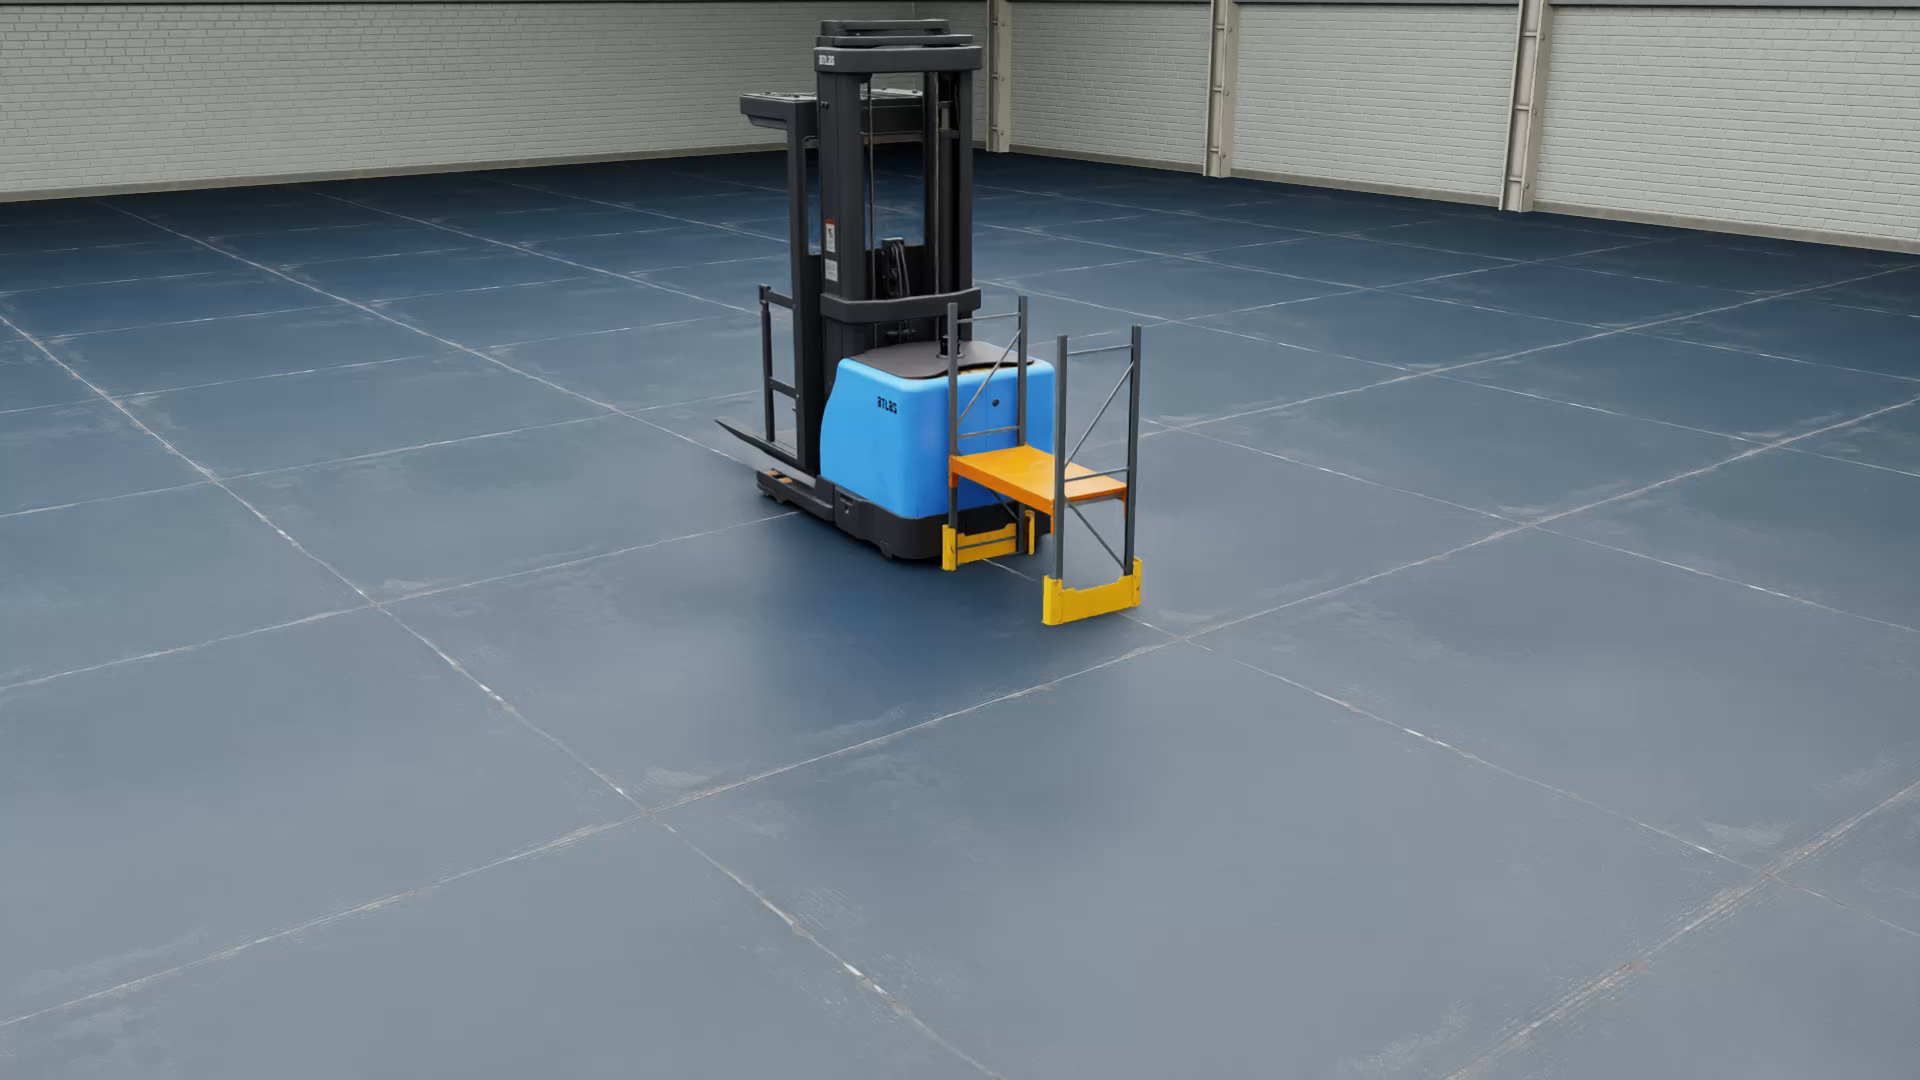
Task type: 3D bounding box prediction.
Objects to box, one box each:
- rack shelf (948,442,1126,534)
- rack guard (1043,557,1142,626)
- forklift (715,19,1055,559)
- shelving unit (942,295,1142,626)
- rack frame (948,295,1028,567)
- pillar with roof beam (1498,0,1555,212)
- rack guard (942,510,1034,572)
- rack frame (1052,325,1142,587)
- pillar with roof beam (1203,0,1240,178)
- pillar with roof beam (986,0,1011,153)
[{"bbox_3d":[0.423,-0.291,8.929,0.538,0.185,1.000,-11,21,-30],"label":"rack shelf"},{"bbox_3d":[0.692,0.266,8.660,0.587,0.250,0.087,-11,21,-30],"label":"rack guard"},{"bbox_3d":[-0.650,-1.692,10.310,1.130,2.935,3.031,-11,21,-30],"label":"forklift"},{"bbox_3d":[0.428,-0.460,8.865,0.587,1.500,1.083,-11,21,-30],"label":"shelving unit"},{"bbox_3d":[0.154,-0.598,9.281,0.500,1.500,0.032,-11,21,-30],"label":"rack frame"},{"bbox_3d":[4.846,-8.310,20.643,9.100,9.000,0.400,-14,23,-36],"label":"pillar with roof beam"},{"bbox_3d":[0.164,0.001,9.462,0.587,0.250,0.087,-11,21,-30],"label":"rack guard"},{"bbox_3d":[0.693,-0.327,8.463,0.500,1.500,0.032,-11,21,-30],"label":"rack frame"},{"bbox_3d":[1.121,-9.788,25.108,9.100,9.000,0.400,-14,23,-36],"label":"pillar with roof beam"},{"bbox_3d":[-2.604,-11.267,29.573,9.100,9.000,0.400,-14,23,-36],"label":"pillar with roof beam"}]
